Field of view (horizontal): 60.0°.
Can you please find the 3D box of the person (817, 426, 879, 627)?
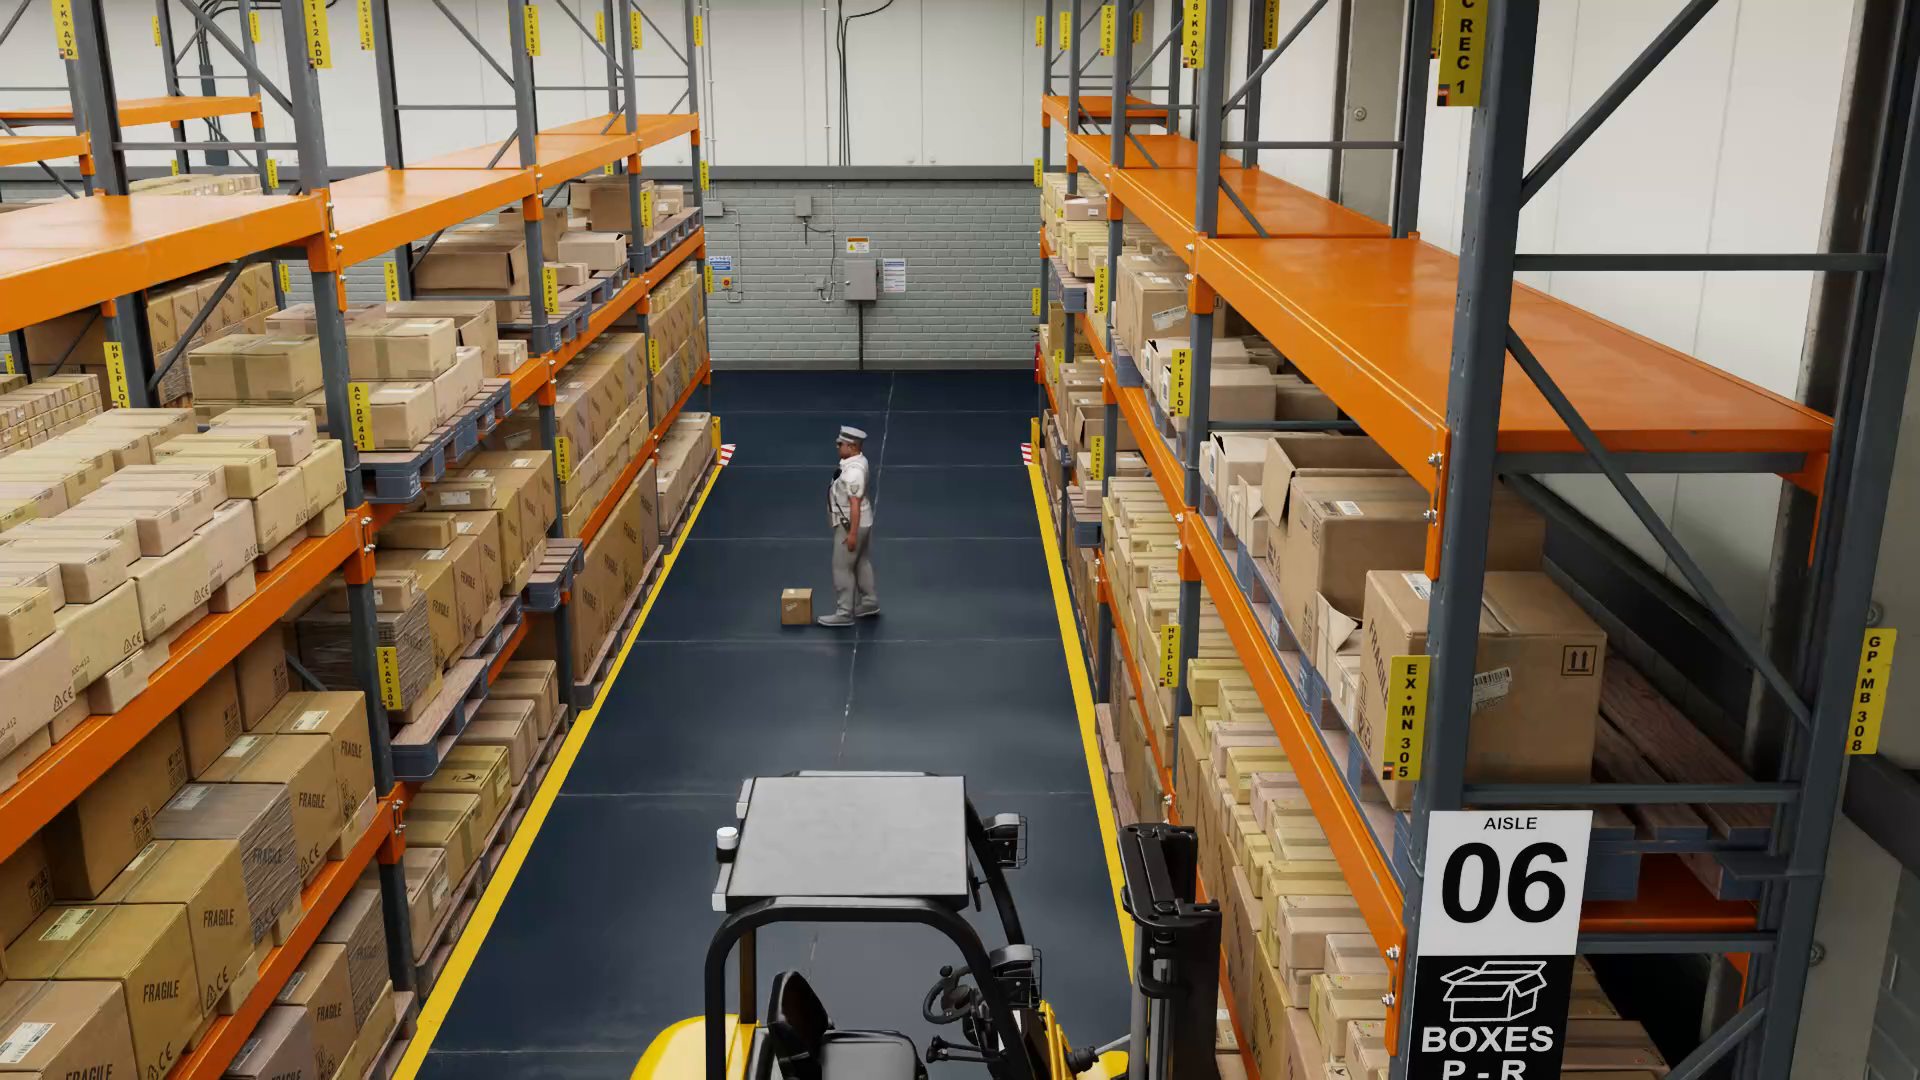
[{"bbox_3d":[-0.989,-0.129,14.513,0.534,1.775,0.530,0,17,0],"label":"person"}]
